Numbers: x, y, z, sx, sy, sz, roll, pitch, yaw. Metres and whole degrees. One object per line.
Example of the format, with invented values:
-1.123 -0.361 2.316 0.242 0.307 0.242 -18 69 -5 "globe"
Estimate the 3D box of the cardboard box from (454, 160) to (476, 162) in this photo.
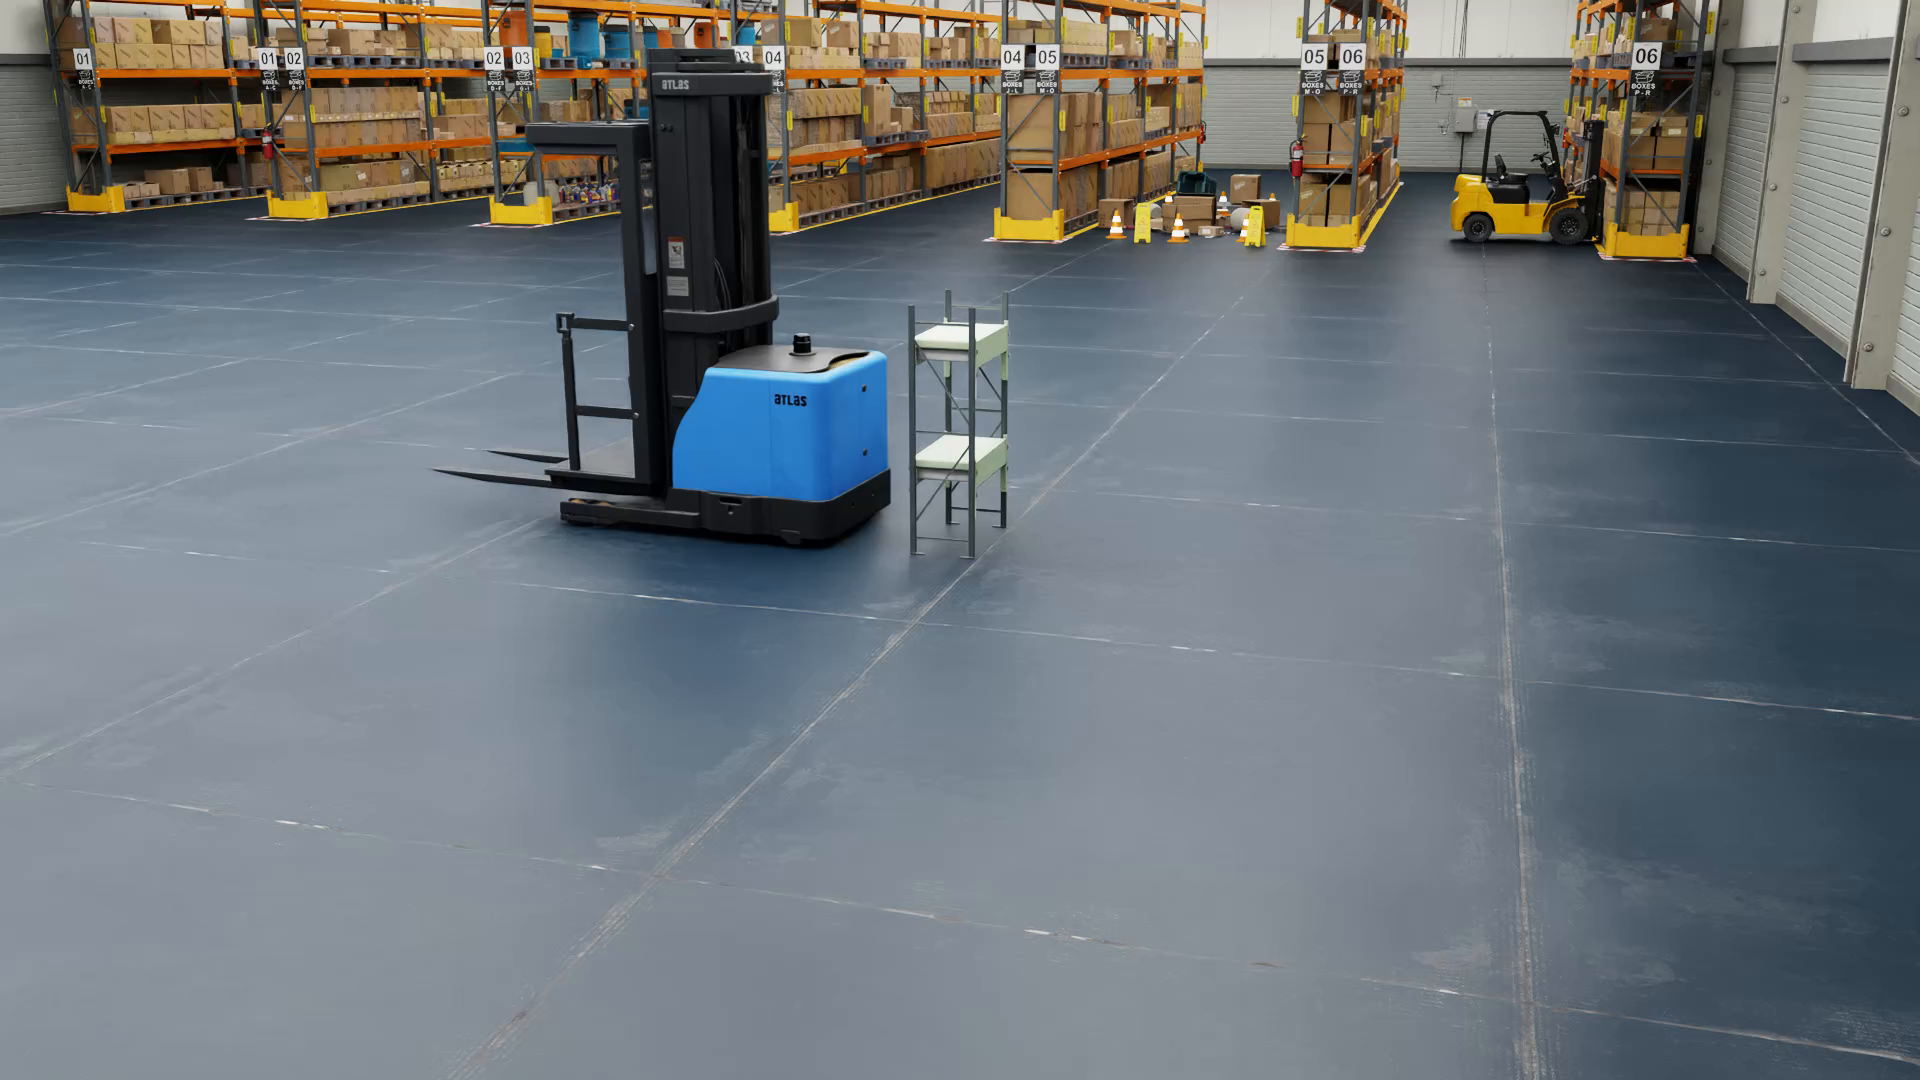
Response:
-11.479 -8.678 38.670 0.500 0.311 0.500 4 16 14 "cardboard box"

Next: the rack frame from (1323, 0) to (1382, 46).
7.101 -10.217 29.859 1.000 3.000 0.127 5 16 16 "rack frame"

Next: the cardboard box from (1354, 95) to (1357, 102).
8.134 -9.062 34.765 0.500 0.500 0.500 4 16 14 "cardboard box"

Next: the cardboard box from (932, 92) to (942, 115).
-0.852 -10.037 38.196 0.797 0.503 0.637 5 17 17 "cardboard box"

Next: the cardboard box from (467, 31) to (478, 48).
-13.627 -13.756 45.780 0.500 0.500 0.500 5 17 16 "cardboard box"

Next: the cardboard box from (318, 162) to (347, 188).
-12.896 -7.488 34.127 0.500 0.500 0.500 5 16 16 "cardboard box"

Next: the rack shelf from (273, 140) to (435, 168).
-12.465 -7.999 34.352 1.077 0.370 4.000 5 16 16 "rack shelf"

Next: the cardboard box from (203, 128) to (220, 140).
-16.641 -8.912 36.490 0.500 0.250 0.500 5 17 16 "cardboard box"

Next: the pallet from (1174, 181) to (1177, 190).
4.757 -8.618 40.326 1.003 0.211 1.213 5 16 16 "pallet"

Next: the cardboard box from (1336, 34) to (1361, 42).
6.261 -8.067 26.776 0.380 0.149 0.250 5 16 15 "cardboard box"

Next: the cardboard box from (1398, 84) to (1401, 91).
10.560 -11.060 40.620 0.380 0.149 0.250 4 16 15 "cardboard box"

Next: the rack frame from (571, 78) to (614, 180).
-9.623 -10.961 43.478 1.000 3.000 0.127 5 16 16 "rack frame"

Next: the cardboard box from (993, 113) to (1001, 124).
0.838 -10.896 42.978 0.500 0.250 0.500 4 16 14 "cardboard box"

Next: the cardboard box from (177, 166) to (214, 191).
-16.904 -7.986 36.762 0.500 0.500 0.500 3 16 12 "cardboard box"

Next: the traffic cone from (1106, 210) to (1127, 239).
2.702 -5.450 28.696 0.336 0.463 0.334 5 16 16 "traffic cone"

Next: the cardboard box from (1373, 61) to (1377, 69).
7.304 -8.547 29.927 0.380 0.149 0.250 5 17 16 "cardboard box"

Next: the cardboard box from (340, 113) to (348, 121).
-12.497 -8.468 33.316 0.380 0.149 0.250 4 16 15 "cardboard box"

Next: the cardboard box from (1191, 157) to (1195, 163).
5.751 -9.647 42.209 0.380 0.149 0.250 4 16 15 "cardboard box"

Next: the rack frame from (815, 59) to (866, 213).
-2.400 -8.099 33.387 1.000 3.000 0.127 5 16 16 "rack frame"

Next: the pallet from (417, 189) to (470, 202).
-11.725 -7.723 37.169 1.003 0.211 1.213 5 16 16 "pallet"

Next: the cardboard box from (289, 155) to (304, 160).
-16.029 -9.196 39.655 0.500 0.250 0.500 5 16 16 "cardboard box"

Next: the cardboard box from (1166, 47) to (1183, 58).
4.967 -11.500 39.238 0.500 0.250 0.500 5 17 18 "cardboard box"

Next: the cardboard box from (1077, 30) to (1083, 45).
1.859 -8.777 29.057 0.500 0.250 0.500 4 16 15 "cardboard box"

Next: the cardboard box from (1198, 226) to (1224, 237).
4.400 -5.412 29.137 0.250 0.149 0.380 -15 21 -41 "cardboard box"

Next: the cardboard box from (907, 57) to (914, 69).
-1.291 -10.242 35.721 0.500 0.250 0.500 5 16 16 "cardboard box"

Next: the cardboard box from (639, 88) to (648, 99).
-8.781 -11.997 45.112 0.500 0.500 0.500 5 17 18 "cardboard box"

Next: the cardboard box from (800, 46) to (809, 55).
-2.971 -8.871 30.156 0.380 0.149 0.250 5 17 18 "cardboard box"

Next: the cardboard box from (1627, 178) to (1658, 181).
11.907 -6.163 28.998 0.500 0.250 0.500 5 17 17 "cardboard box"

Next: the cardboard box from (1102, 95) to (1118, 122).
2.750 -8.614 33.188 0.700 0.500 0.500 5 17 16 "cardboard box"

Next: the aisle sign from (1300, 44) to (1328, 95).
5.669 -7.541 26.655 0.394 0.787 0.004 5 16 16 "aisle sign"

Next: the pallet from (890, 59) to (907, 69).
-1.831 -9.877 34.501 1.213 0.211 1.003 5 16 16 "pallet"

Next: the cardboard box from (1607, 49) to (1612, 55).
11.883 -8.830 29.975 0.380 0.149 0.250 5 16 16 "cardboard box"

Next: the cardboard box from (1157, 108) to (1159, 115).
4.302 -9.687 37.587 0.380 0.149 0.250 4 16 13 "cardboard box"

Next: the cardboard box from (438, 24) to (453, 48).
-11.544 -11.111 36.640 0.500 0.500 0.500 6 17 21 "cardboard box"

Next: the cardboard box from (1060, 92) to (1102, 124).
2.144 -8.033 30.900 0.875 0.550 0.550 5 16 16 "cardboard box"

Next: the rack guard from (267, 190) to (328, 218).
-13.040 -6.613 32.728 1.175 0.500 0.348 5 16 16 "rack guard"

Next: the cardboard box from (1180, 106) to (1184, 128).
5.116 -10.212 40.109 0.500 0.500 0.500 5 16 16 "cardboard box"

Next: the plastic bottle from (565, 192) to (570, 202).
-7.922 -6.912 33.523 0.097 0.201 0.097 0 16 0 "plastic bottle"

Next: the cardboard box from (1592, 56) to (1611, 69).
12.911 -9.517 33.164 0.500 0.250 0.500 4 16 14 "cardboard box"

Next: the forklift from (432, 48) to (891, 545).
-2.025 -1.611 10.639 3.031 2.935 1.130 6 17 20 "forklift"

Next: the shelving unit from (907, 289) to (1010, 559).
-0.002 -0.720 10.119 0.431 1.500 0.755 5 16 16 "shelving unit"

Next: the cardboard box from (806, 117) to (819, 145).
-3.144 -7.653 31.086 0.875 0.500 0.500 5 16 16 "cardboard box"

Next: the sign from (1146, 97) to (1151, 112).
3.996 -9.249 35.320 0.100 0.325 0.005 5 16 16 "sign"

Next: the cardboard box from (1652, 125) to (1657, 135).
11.157 -6.464 26.251 0.380 0.149 0.250 4 16 15 "cardboard box"

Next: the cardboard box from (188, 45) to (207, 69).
-16.710 -10.470 36.027 0.500 0.500 0.500 3 16 11 "cardboard box"

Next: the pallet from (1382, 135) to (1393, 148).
8.138 -8.090 33.707 1.213 0.211 1.003 5 16 16 "pallet"

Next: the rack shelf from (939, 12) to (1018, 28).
0.442 -13.063 41.945 1.077 0.370 4.000 5 16 16 "rack shelf"

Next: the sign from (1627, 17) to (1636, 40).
10.208 -7.777 25.276 0.100 0.325 0.005 5 16 16 "sign"

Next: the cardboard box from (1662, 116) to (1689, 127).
11.160 -6.540 25.971 0.380 0.149 0.250 5 17 18 "cardboard box"

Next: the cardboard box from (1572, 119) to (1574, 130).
14.328 -9.524 38.142 0.500 0.250 0.500 5 16 15 "cardboard box"

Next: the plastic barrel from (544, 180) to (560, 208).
-8.029 -6.751 32.424 0.421 0.512 0.421 0 16 0 "plastic barrel"

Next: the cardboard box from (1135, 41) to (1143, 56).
3.454 -10.088 34.113 0.500 0.311 0.500 5 16 16 "cardboard box"
